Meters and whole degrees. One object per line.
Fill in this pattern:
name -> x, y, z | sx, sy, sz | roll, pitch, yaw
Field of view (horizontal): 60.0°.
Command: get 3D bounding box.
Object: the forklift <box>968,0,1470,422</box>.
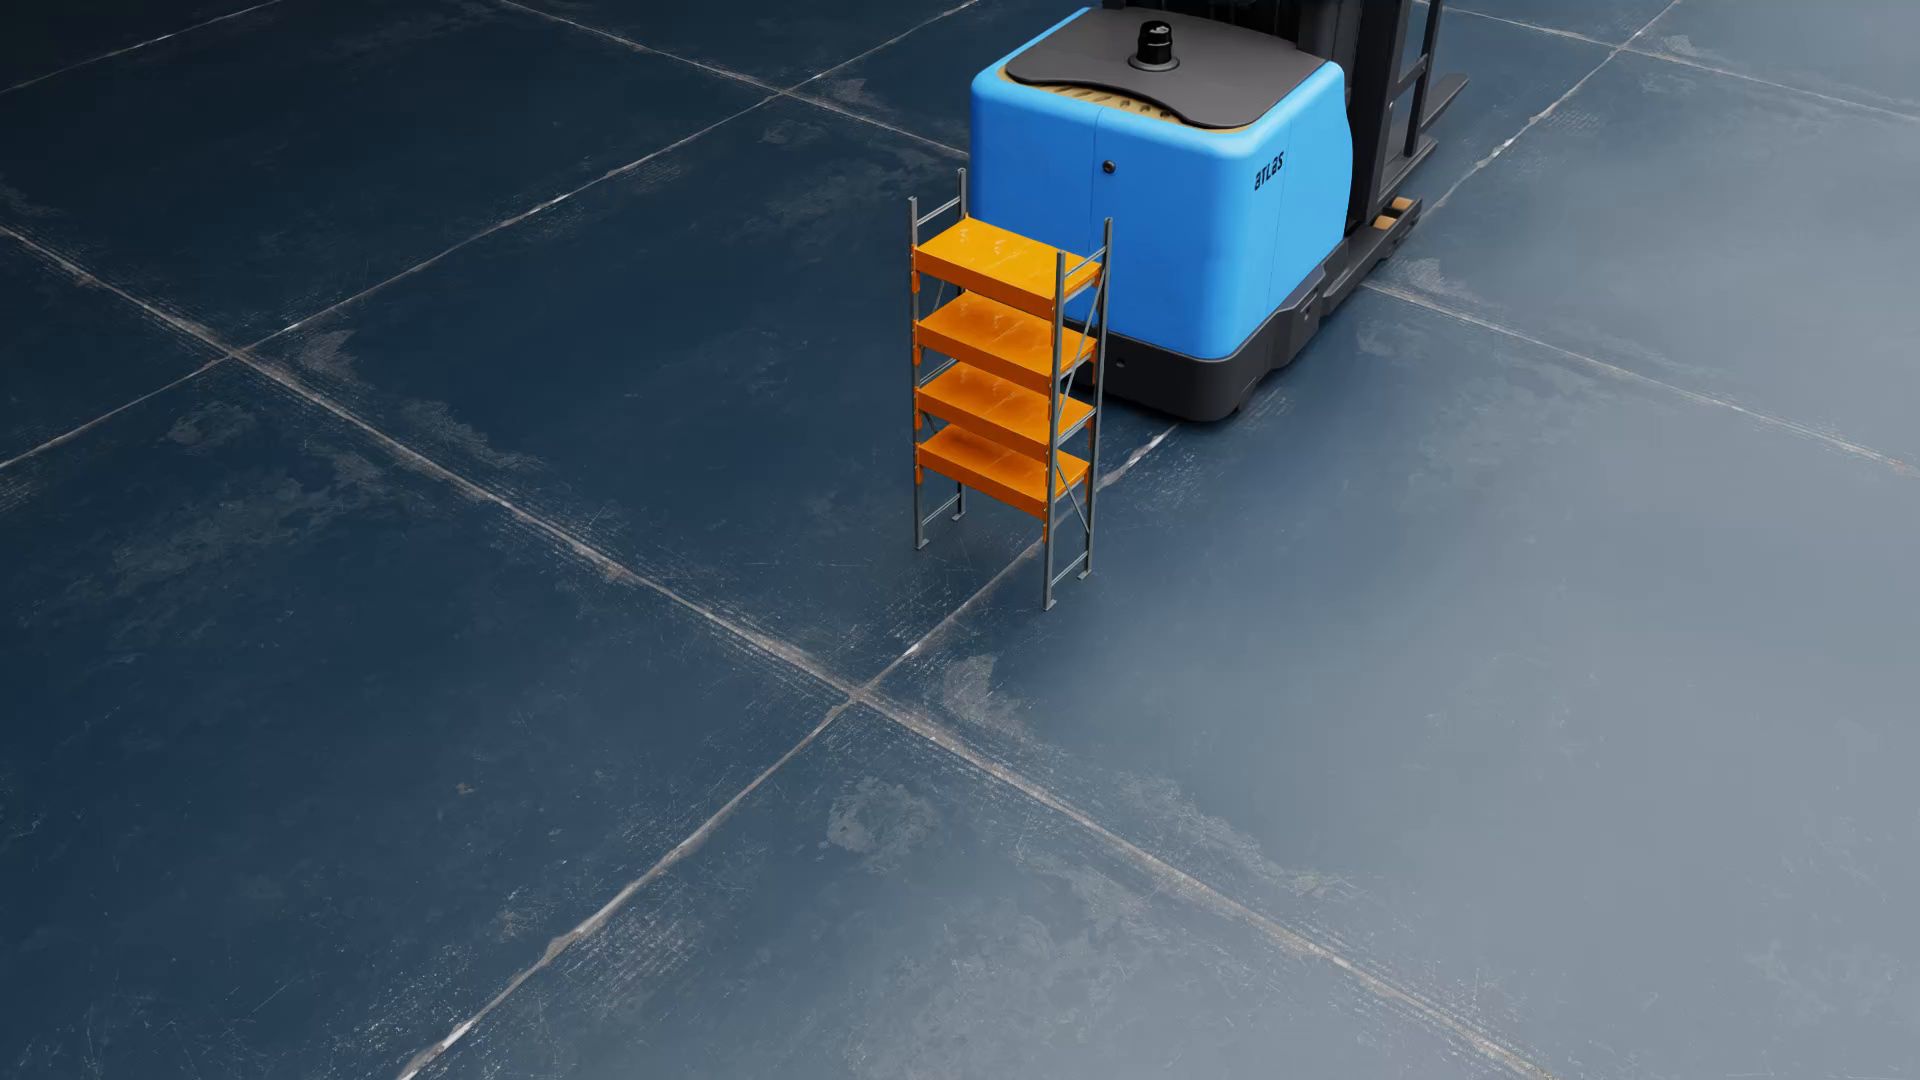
forklift -> 1.235, -2.433, 5.980 | 1.130, 2.935, 3.031 | 21, 43, 25

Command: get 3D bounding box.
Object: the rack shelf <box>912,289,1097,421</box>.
rack shelf -> 0.131, -0.534, 4.705 | 0.480, 0.148, 0.258 | 25, 45, 29

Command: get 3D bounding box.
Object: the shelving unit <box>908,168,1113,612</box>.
shelving unit -> 0.131, -0.410, 4.801 | 0.503, 1.200, 0.258 | 25, 45, 29

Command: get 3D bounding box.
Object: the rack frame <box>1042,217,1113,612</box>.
rack frame -> 0.325, -0.319, 4.684 | 0.015, 1.200, 0.240 | 25, 45, 29

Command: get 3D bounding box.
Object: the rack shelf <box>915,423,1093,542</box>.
rack shelf -> 0.131, -0.201, 4.965 | 0.480, 0.148, 0.258 | 25, 45, 29

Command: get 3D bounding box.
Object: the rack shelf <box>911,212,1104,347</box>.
rack shelf -> 0.131, -0.720, 4.559 | 0.480, 0.148, 0.258 | 25, 45, 29

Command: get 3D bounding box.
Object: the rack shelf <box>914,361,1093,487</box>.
rack shelf -> 0.131, -0.357, 4.842 | 0.480, 0.148, 0.258 | 25, 45, 29

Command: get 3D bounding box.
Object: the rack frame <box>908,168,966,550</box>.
rack frame -> -0.062, -0.502, 4.918 | 0.015, 1.200, 0.240 | 25, 45, 29
